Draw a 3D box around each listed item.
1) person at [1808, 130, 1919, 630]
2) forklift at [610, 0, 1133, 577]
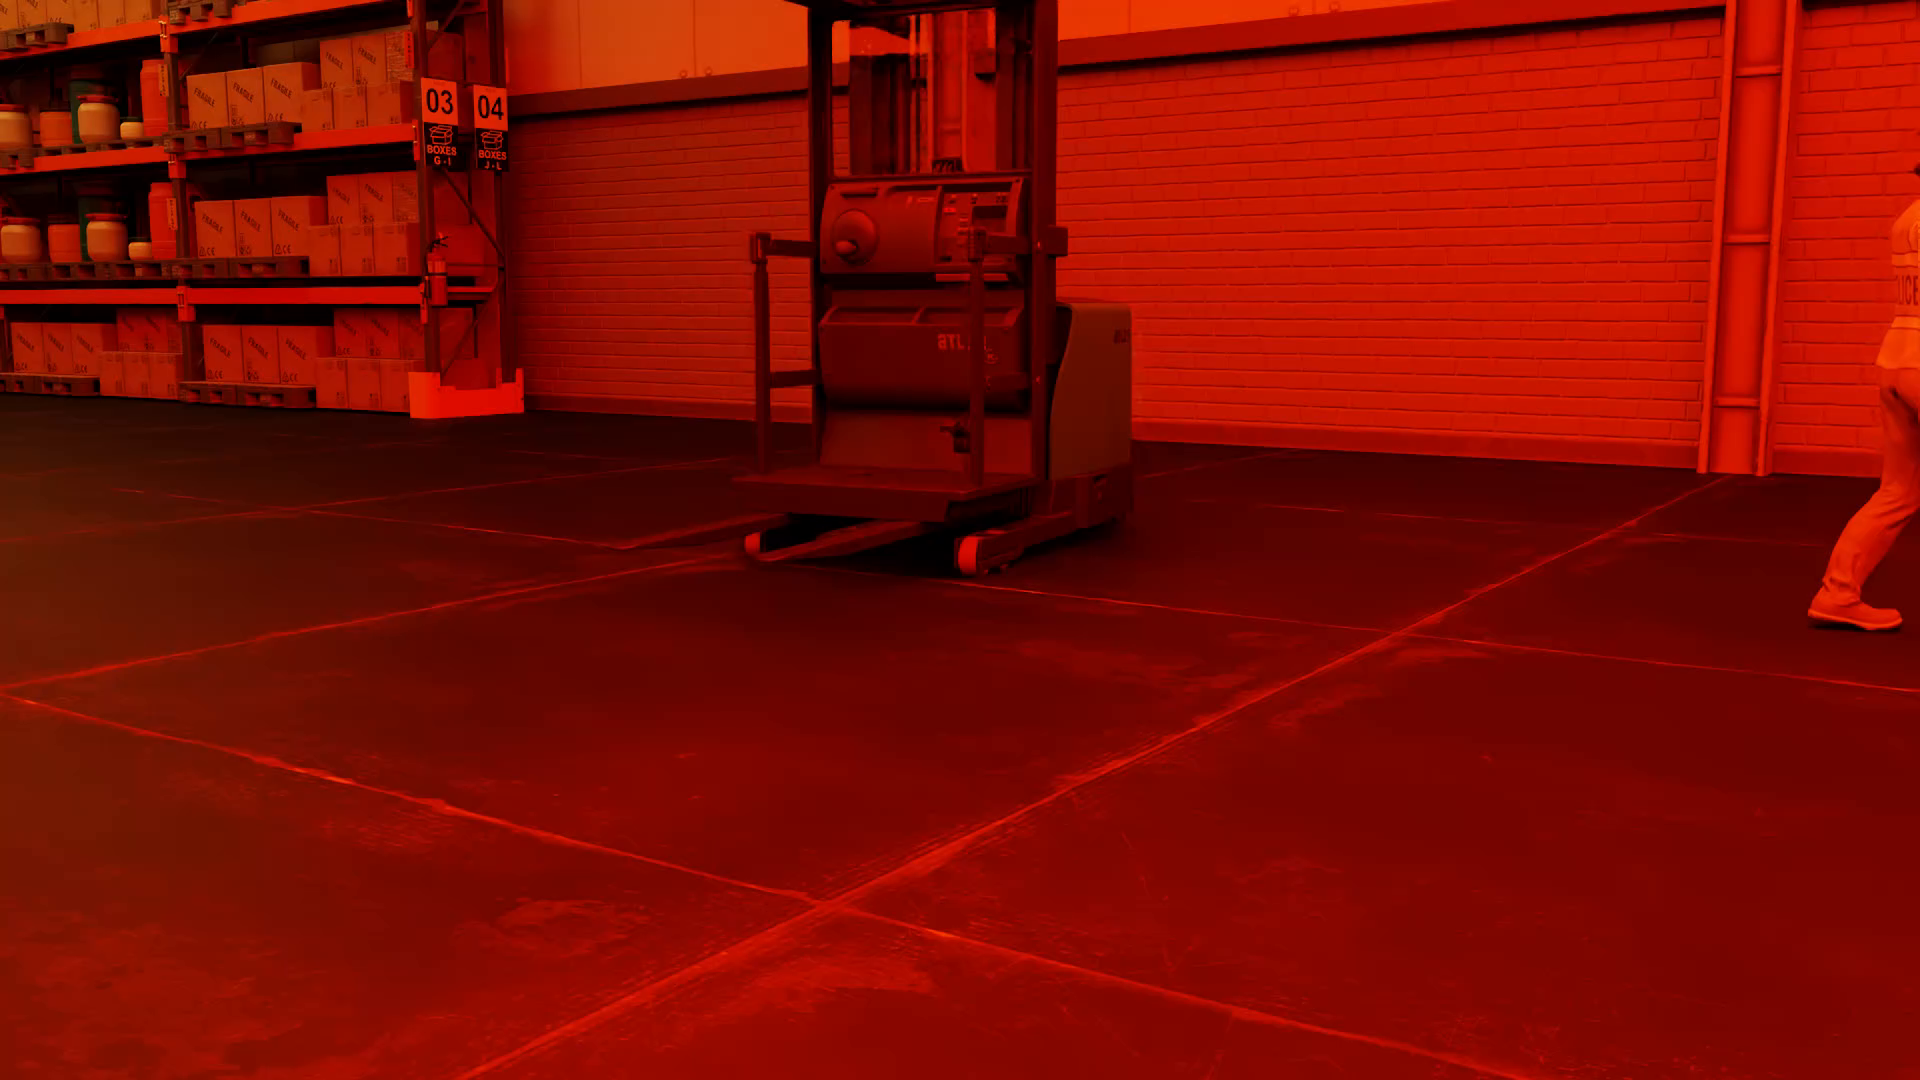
[{"bbox_3d":[3.168,-0.485,5.274,0.718,1.650,0.893,1,8,10],"label":"person"},{"bbox_3d":[-0.262,-1.373,6.848,1.130,2.935,3.031,4,9,26],"label":"forklift"}]
